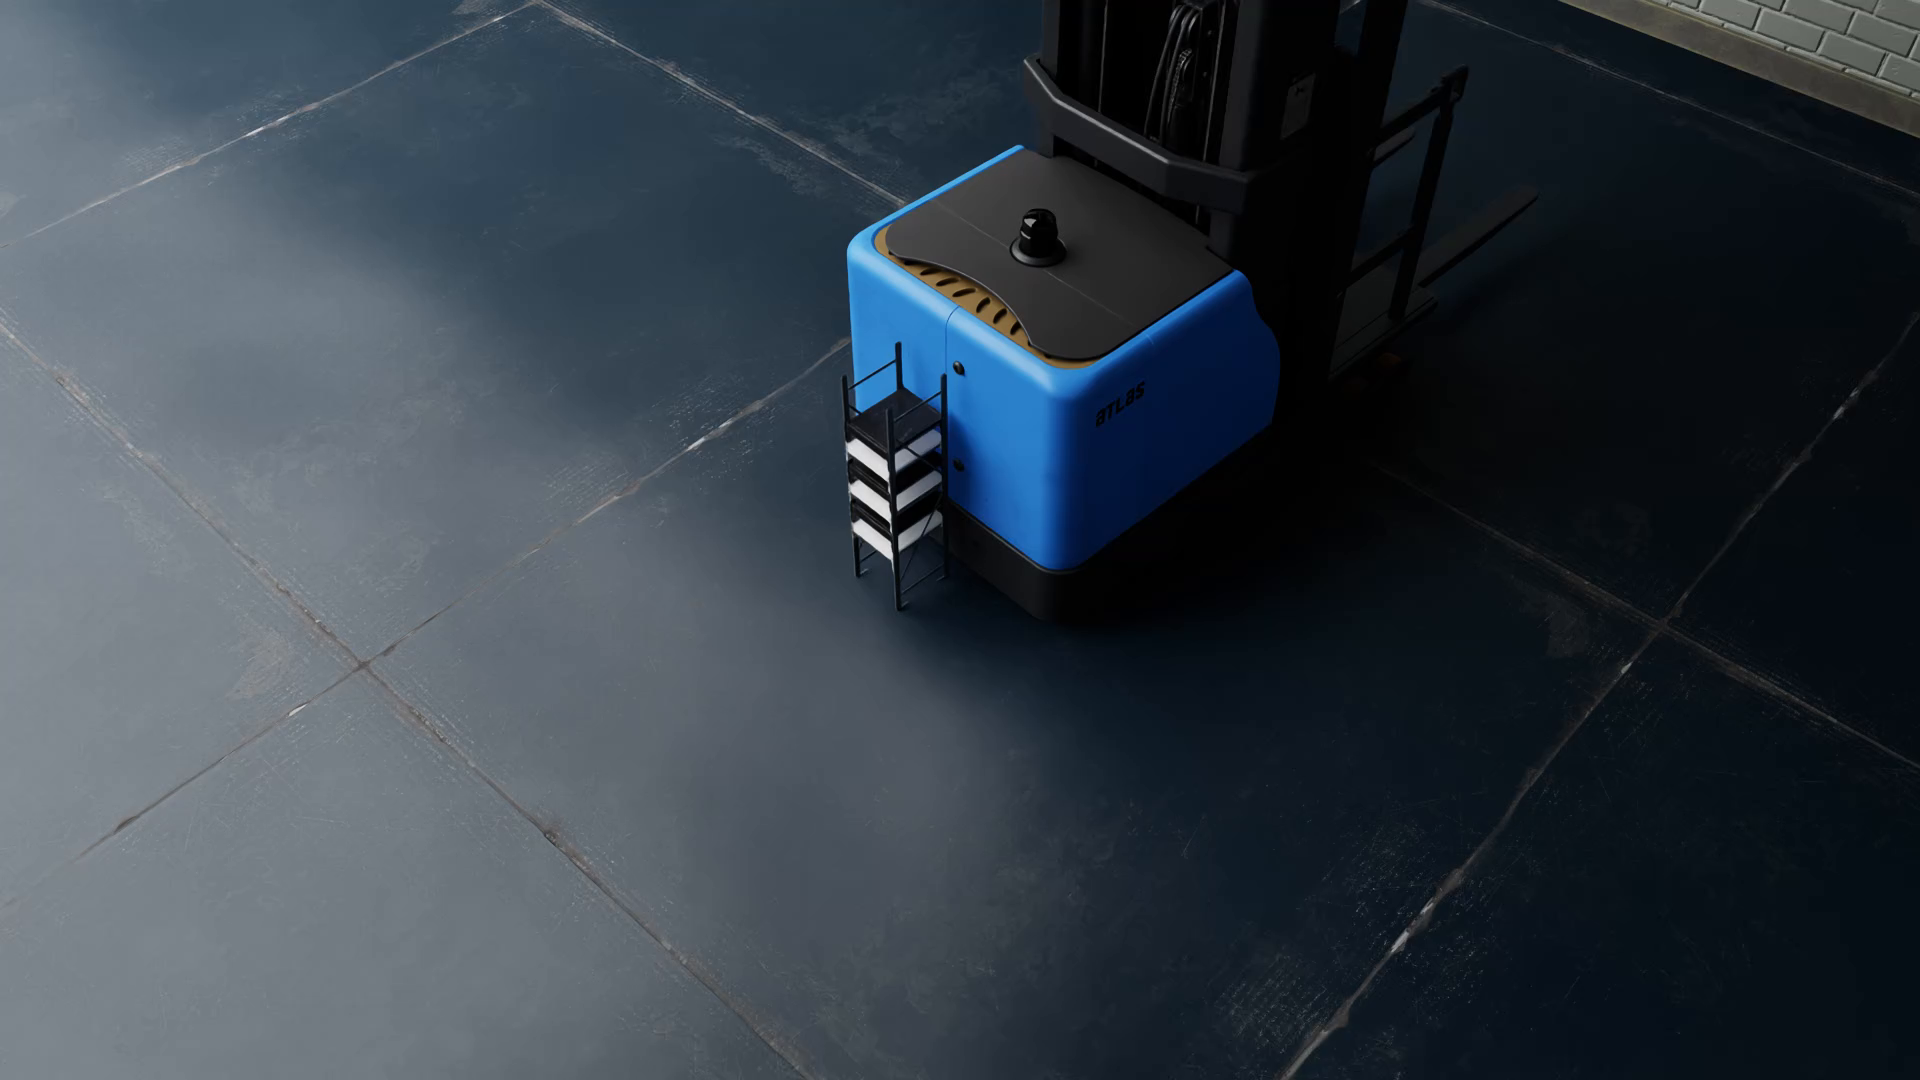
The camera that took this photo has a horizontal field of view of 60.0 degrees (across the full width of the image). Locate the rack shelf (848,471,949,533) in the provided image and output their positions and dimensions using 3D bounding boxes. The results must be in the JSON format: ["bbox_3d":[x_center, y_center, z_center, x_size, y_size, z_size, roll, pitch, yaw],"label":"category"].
[{"bbox_3d":[-0.197,-0.163,5.331,0.258,0.077,0.200,-35,56,-28],"label":"rack shelf"}]

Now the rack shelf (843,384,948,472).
[{"bbox_3d":[-0.198,-0.348,5.134,0.258,0.077,0.200,-35,56,-28],"label":"rack shelf"}]

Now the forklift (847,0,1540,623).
[{"bbox_3d":[1.044,-1.690,5.326,3.031,2.935,1.130,-35,56,-28],"label":"forklift"}]

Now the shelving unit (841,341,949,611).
[{"bbox_3d":[-0.197,-0.186,5.307,0.258,0.900,0.210,-35,56,-28],"label":"shelving unit"}]

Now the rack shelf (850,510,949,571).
[{"bbox_3d":[-0.197,-0.040,5.463,0.258,0.077,0.200,-35,56,-28],"label":"rack shelf"}]

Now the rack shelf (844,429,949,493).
[{"bbox_3d":[-0.198,-0.286,5.200,0.258,0.077,0.200,-35,56,-28],"label":"rack shelf"}]

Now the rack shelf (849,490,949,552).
[{"bbox_3d":[-0.197,-0.102,5.397,0.258,0.077,0.200,-35,56,-28],"label":"rack shelf"}]

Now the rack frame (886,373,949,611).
[{"bbox_3d":[-0.127,-0.133,5.256,0.240,0.900,0.006,-35,56,-28],"label":"rack frame"}]

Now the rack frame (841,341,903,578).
[{"bbox_3d":[-0.267,-0.240,5.357,0.240,0.900,0.006,-35,56,-28],"label":"rack frame"}]

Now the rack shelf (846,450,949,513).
[{"bbox_3d":[-0.197,-0.225,5.265,0.258,0.077,0.200,-35,56,-28],"label":"rack shelf"}]
